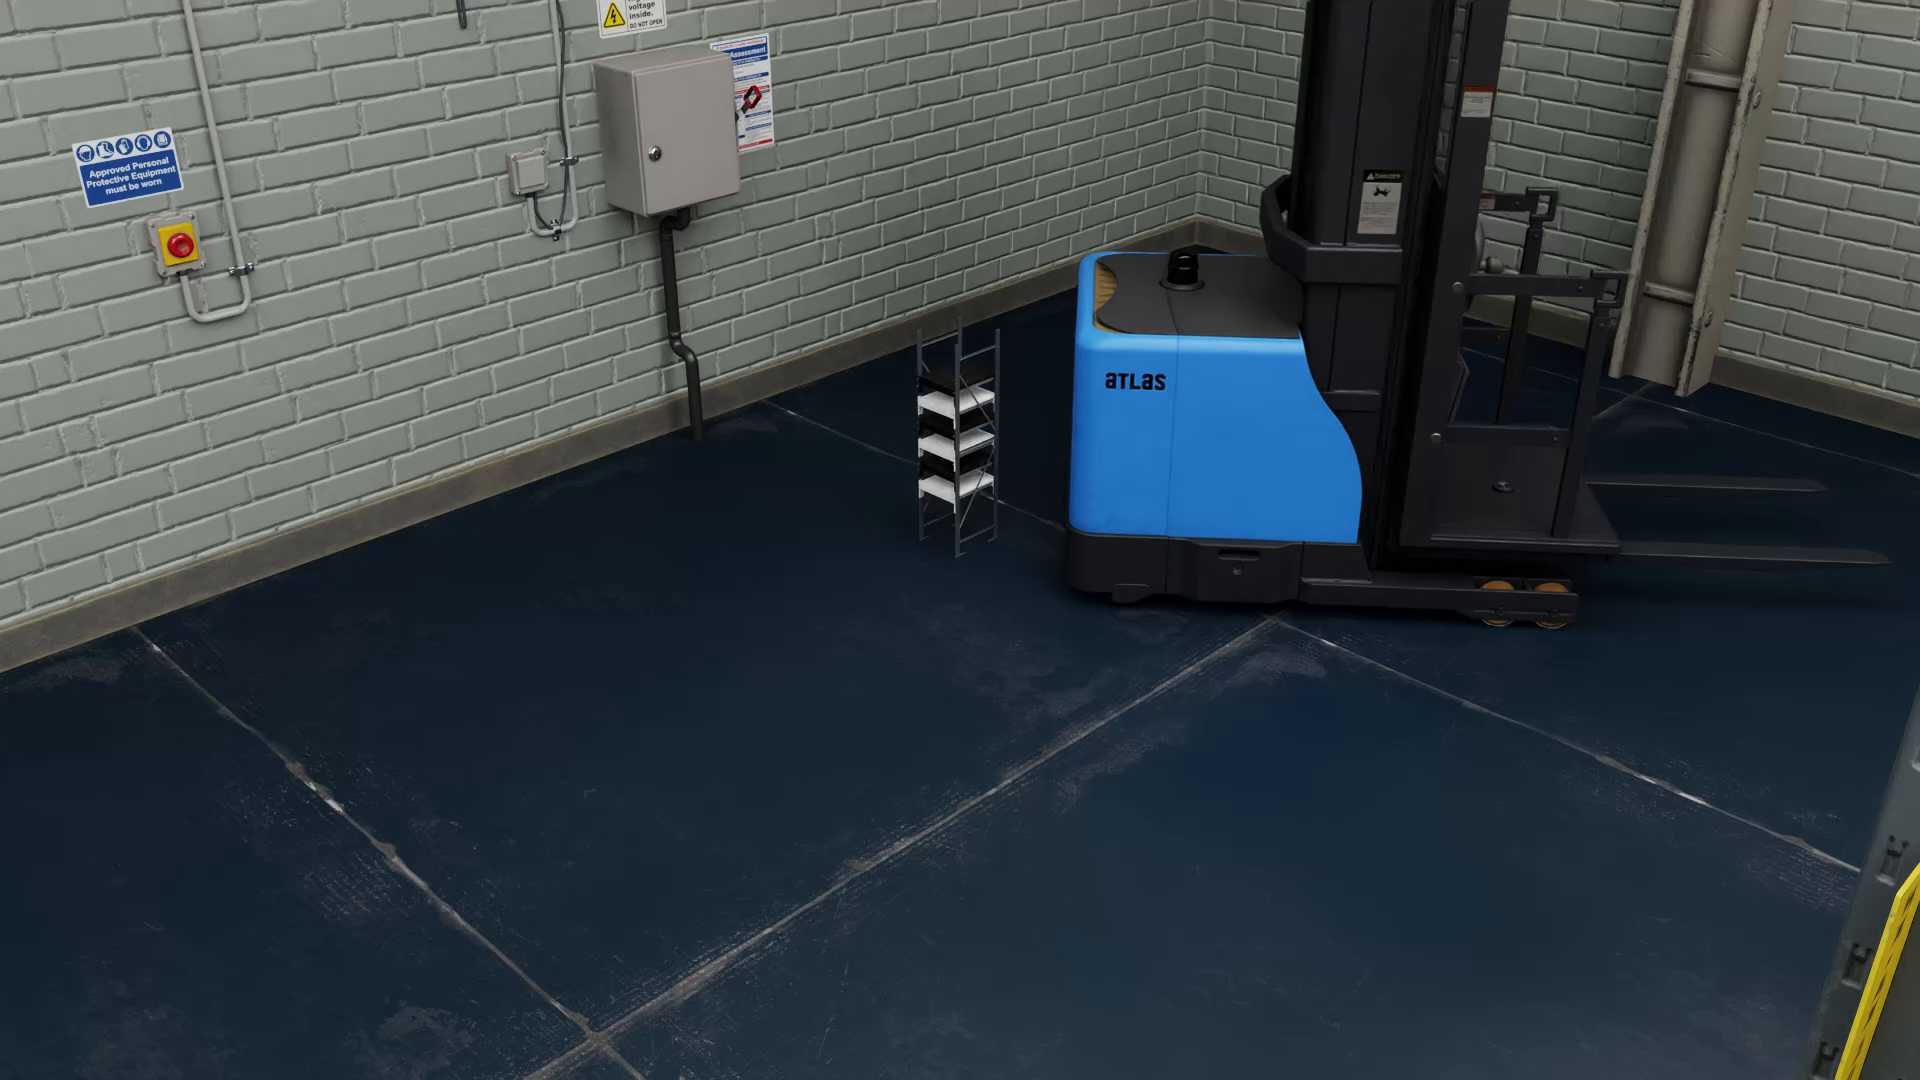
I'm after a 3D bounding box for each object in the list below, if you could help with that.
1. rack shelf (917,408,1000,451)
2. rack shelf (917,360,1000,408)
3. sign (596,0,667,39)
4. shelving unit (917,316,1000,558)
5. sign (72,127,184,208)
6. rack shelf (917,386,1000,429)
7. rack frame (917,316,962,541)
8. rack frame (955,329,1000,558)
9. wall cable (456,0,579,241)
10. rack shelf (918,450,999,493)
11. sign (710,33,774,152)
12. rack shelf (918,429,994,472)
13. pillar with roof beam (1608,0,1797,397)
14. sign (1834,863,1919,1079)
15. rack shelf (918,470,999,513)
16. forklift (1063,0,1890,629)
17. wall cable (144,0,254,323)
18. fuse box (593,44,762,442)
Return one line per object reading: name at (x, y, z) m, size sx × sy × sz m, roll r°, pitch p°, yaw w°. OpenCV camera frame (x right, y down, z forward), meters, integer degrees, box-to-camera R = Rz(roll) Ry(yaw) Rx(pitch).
rack shelf at (-0.006, -0.451, 6.519) m, size 0.200 × 0.077 × 0.258 m, roll 25°, pitch 36°, yaw 38°
rack shelf at (-0.006, -0.610, 6.435) m, size 0.200 × 0.077 × 0.258 m, roll 25°, pitch 36°, yaw 38°
sign at (-1.350, -2.205, 6.833) m, size 0.001 × 0.242 × 0.339 m, roll 25°, pitch 36°, yaw 38°
shelving unit at (-0.006, -0.401, 6.546) m, size 0.210 × 0.900 × 0.258 m, roll 25°, pitch 36°, yaw 38°
sign at (-2.818, -1.264, 5.641) m, size 0.001 × 0.218 × 0.327 m, roll 25°, pitch 36°, yaw 38°
rack shelf at (-0.006, -0.531, 6.477) m, size 0.200 × 0.077 × 0.258 m, roll 25°, pitch 36°, yaw 38°
rack frame at (-0.078, -0.434, 6.609) m, size 0.006 × 0.900 × 0.240 m, roll 25°, pitch 36°, yaw 38°
rack frame at (0.067, -0.368, 6.483) m, size 0.006 × 0.900 × 0.240 m, roll 25°, pitch 36°, yaw 38°
wall cable at (-1.754, -2.065, 6.362) m, size 0.122 × 1.984 × 0.588 m, roll 25°, pitch 36°, yaw 38°
rack shelf at (-0.006, -0.292, 6.603) m, size 0.200 × 0.077 × 0.258 m, roll 25°, pitch 36°, yaw 38°
sign at (-0.965, -1.979, 7.394) m, size 0.001 × 0.494 × 0.329 m, roll 25°, pitch 36°, yaw 38°
rack shelf at (-0.006, -0.371, 6.561) m, size 0.200 × 0.077 × 0.258 m, roll 25°, pitch 36°, yaw 38°
pillar with roof beam at (0.465, -3.362, 3.475) m, size 0.400 × 9.000 × 9.100 m, roll 25°, pitch 36°, yaw 38°
sign at (0.904, 0.456, 1.645) m, size 0.005 × 0.325 × 0.100 m, roll 25°, pitch 36°, yaw 38°
rack shelf at (-0.006, -0.212, 6.645) m, size 0.200 × 0.077 × 0.258 m, roll 25°, pitch 36°, yaw 38°
forklift at (1.938, -1.229, 5.938) m, size 3.031 × 2.935 × 1.130 m, roll 2°, pitch 28°, yaw 4°
wall cable at (-2.740, -1.604, 5.452) m, size 0.123 × 1.953 × 0.585 m, roll 25°, pitch 36°, yaw 38°
fuse box at (-1.163, -1.220, 7.231) m, size 0.414 × 1.711 × 0.539 m, roll 25°, pitch 36°, yaw 38°
